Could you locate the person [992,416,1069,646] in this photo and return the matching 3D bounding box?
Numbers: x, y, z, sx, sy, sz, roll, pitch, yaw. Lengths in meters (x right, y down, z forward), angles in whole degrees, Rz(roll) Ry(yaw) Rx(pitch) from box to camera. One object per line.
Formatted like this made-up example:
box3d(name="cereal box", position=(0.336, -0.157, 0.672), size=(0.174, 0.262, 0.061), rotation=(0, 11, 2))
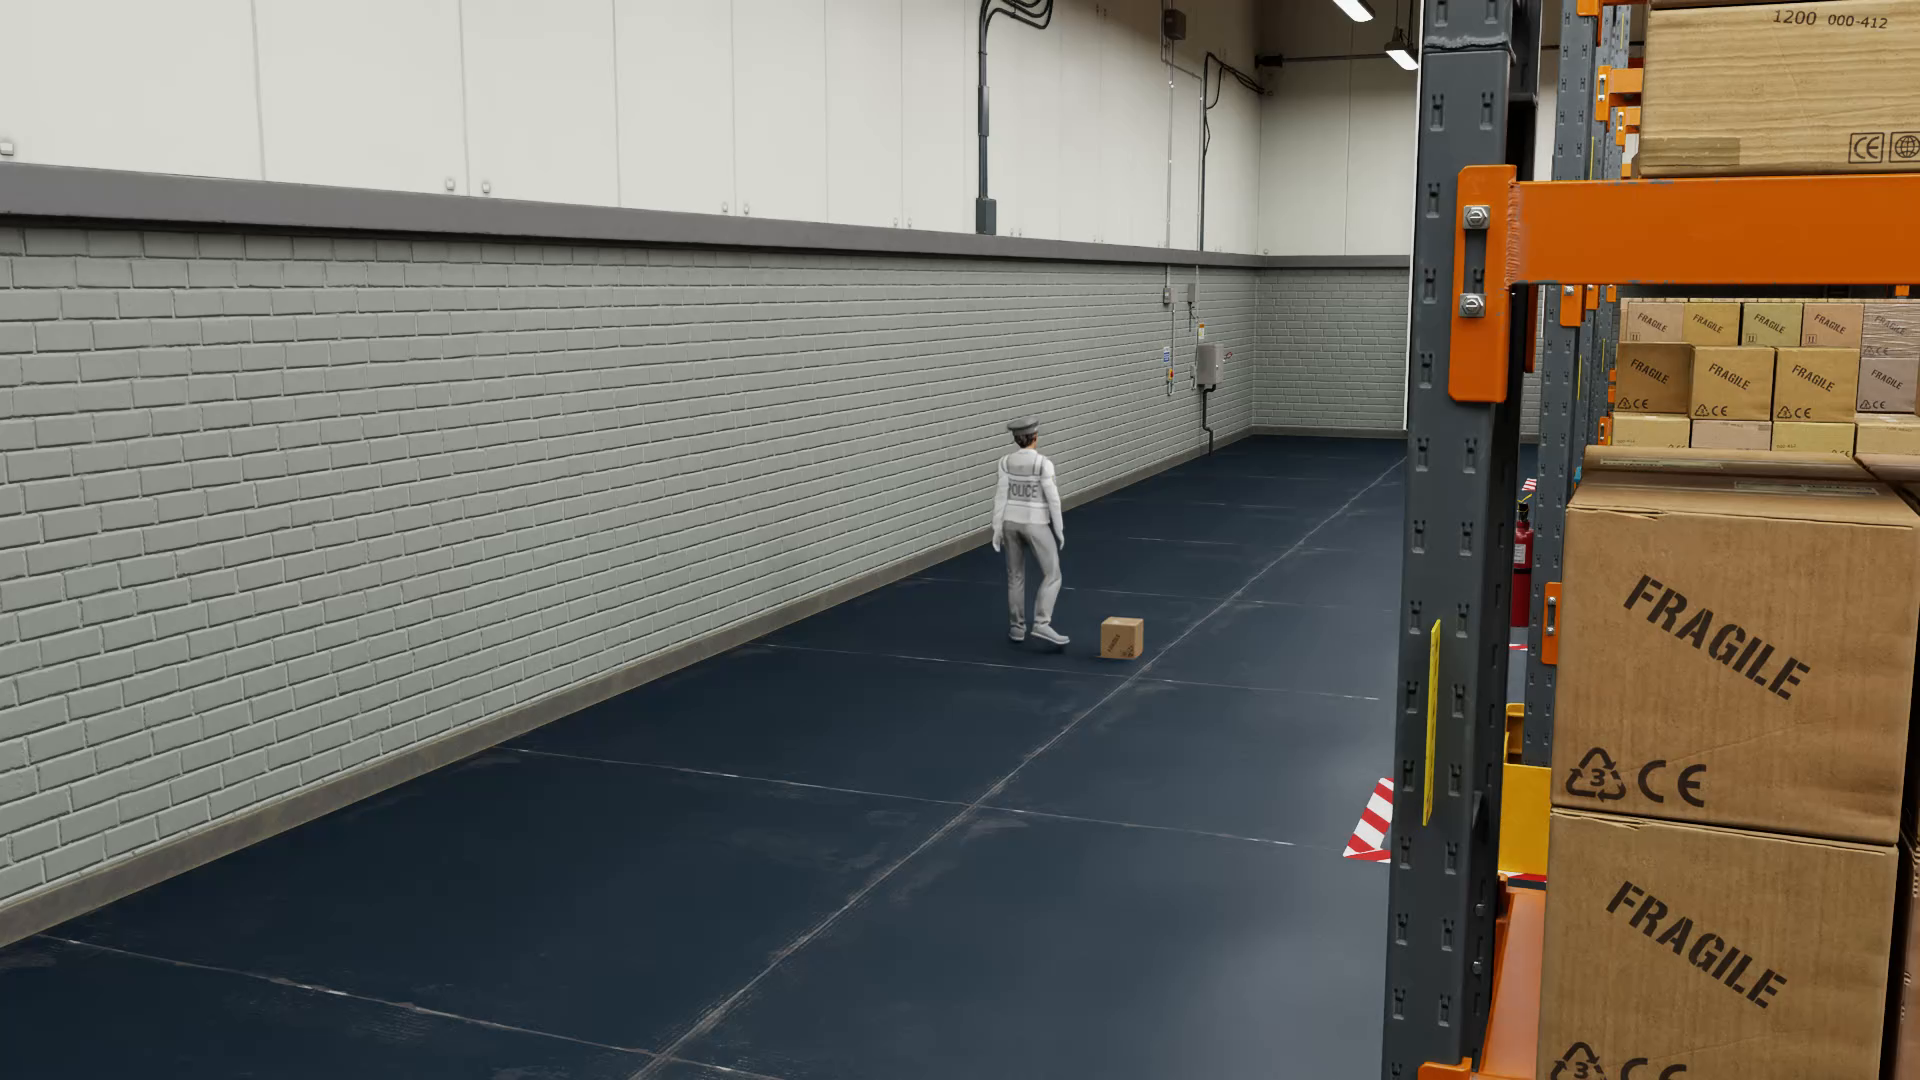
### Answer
box3d(name="person", position=(0.549, -0.056, 12.189), size=(0.673, 1.667, 0.493), rotation=(5, 10, 28))
